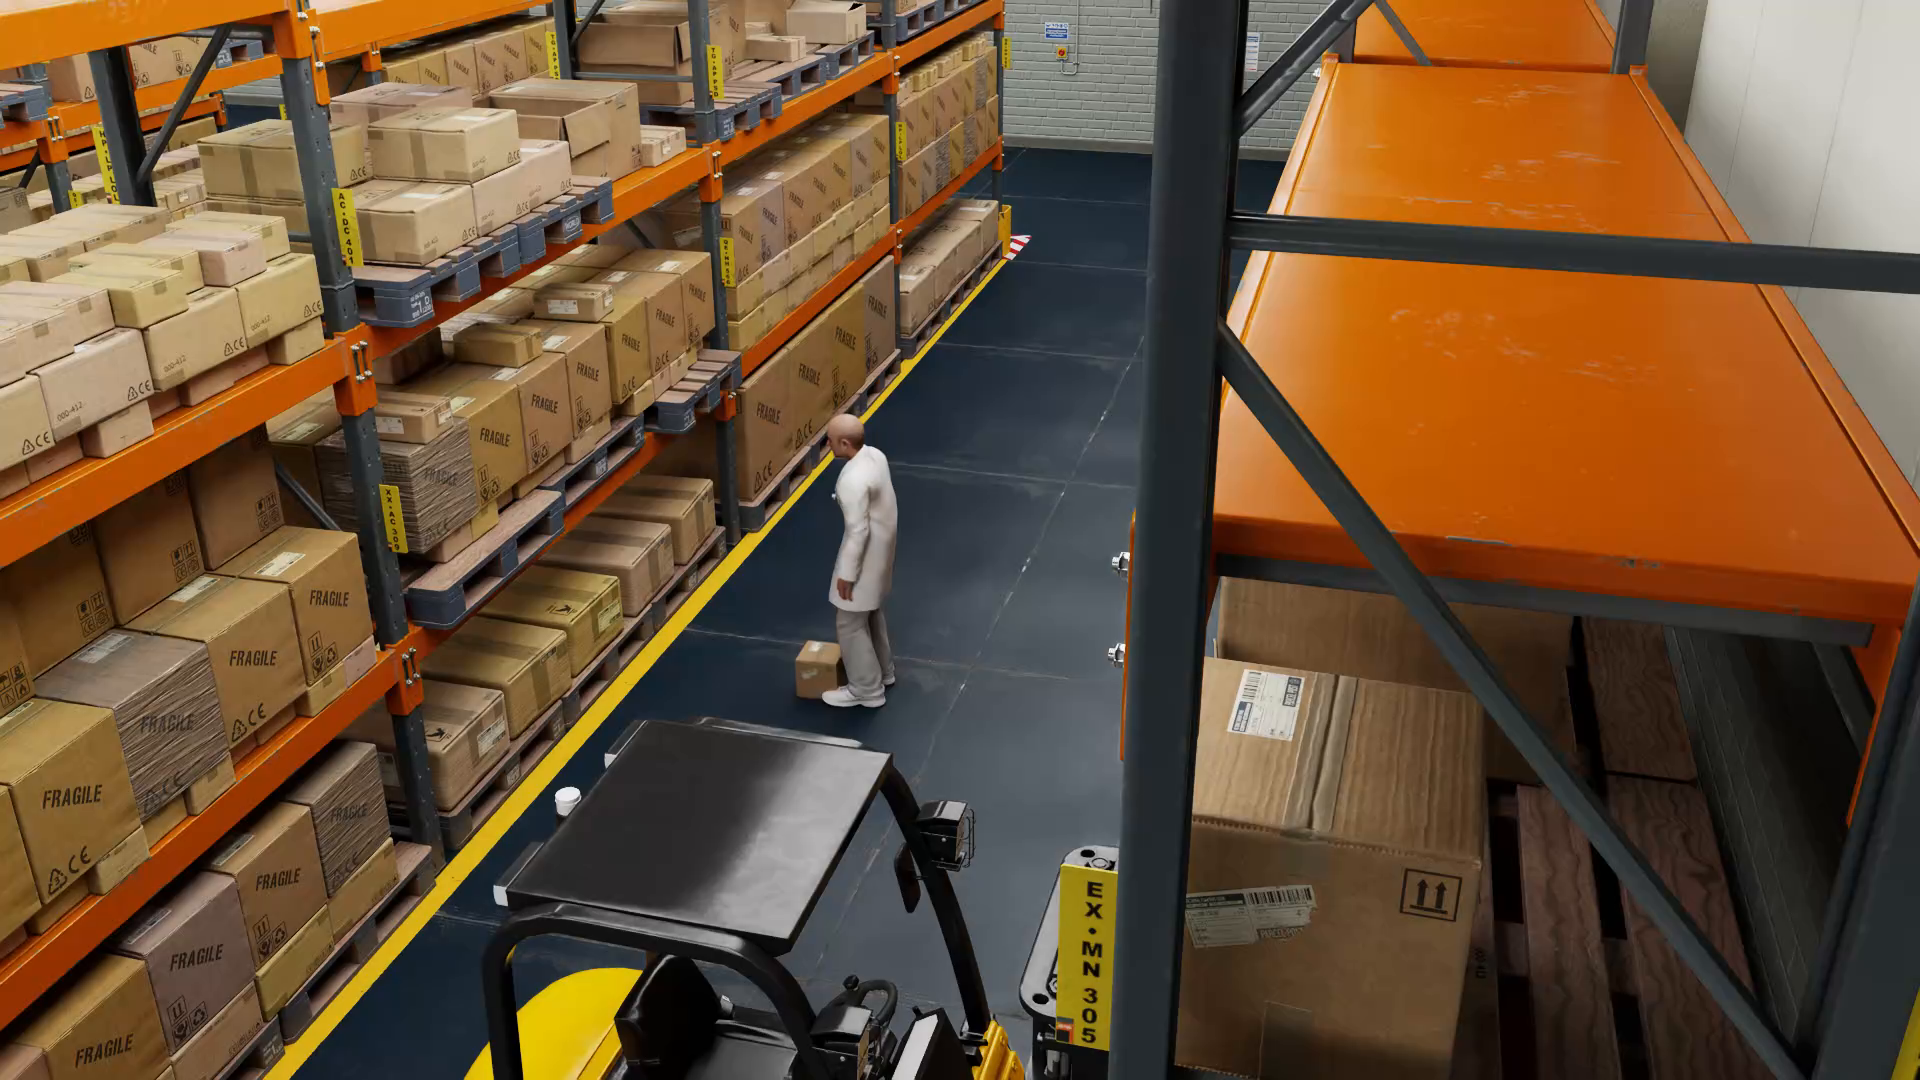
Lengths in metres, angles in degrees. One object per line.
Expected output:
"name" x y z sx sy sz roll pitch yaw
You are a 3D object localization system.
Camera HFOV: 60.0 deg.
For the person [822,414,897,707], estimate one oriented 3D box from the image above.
"person" -0.573 0.111 9.503 0.428 1.772 0.640 5 25 11
